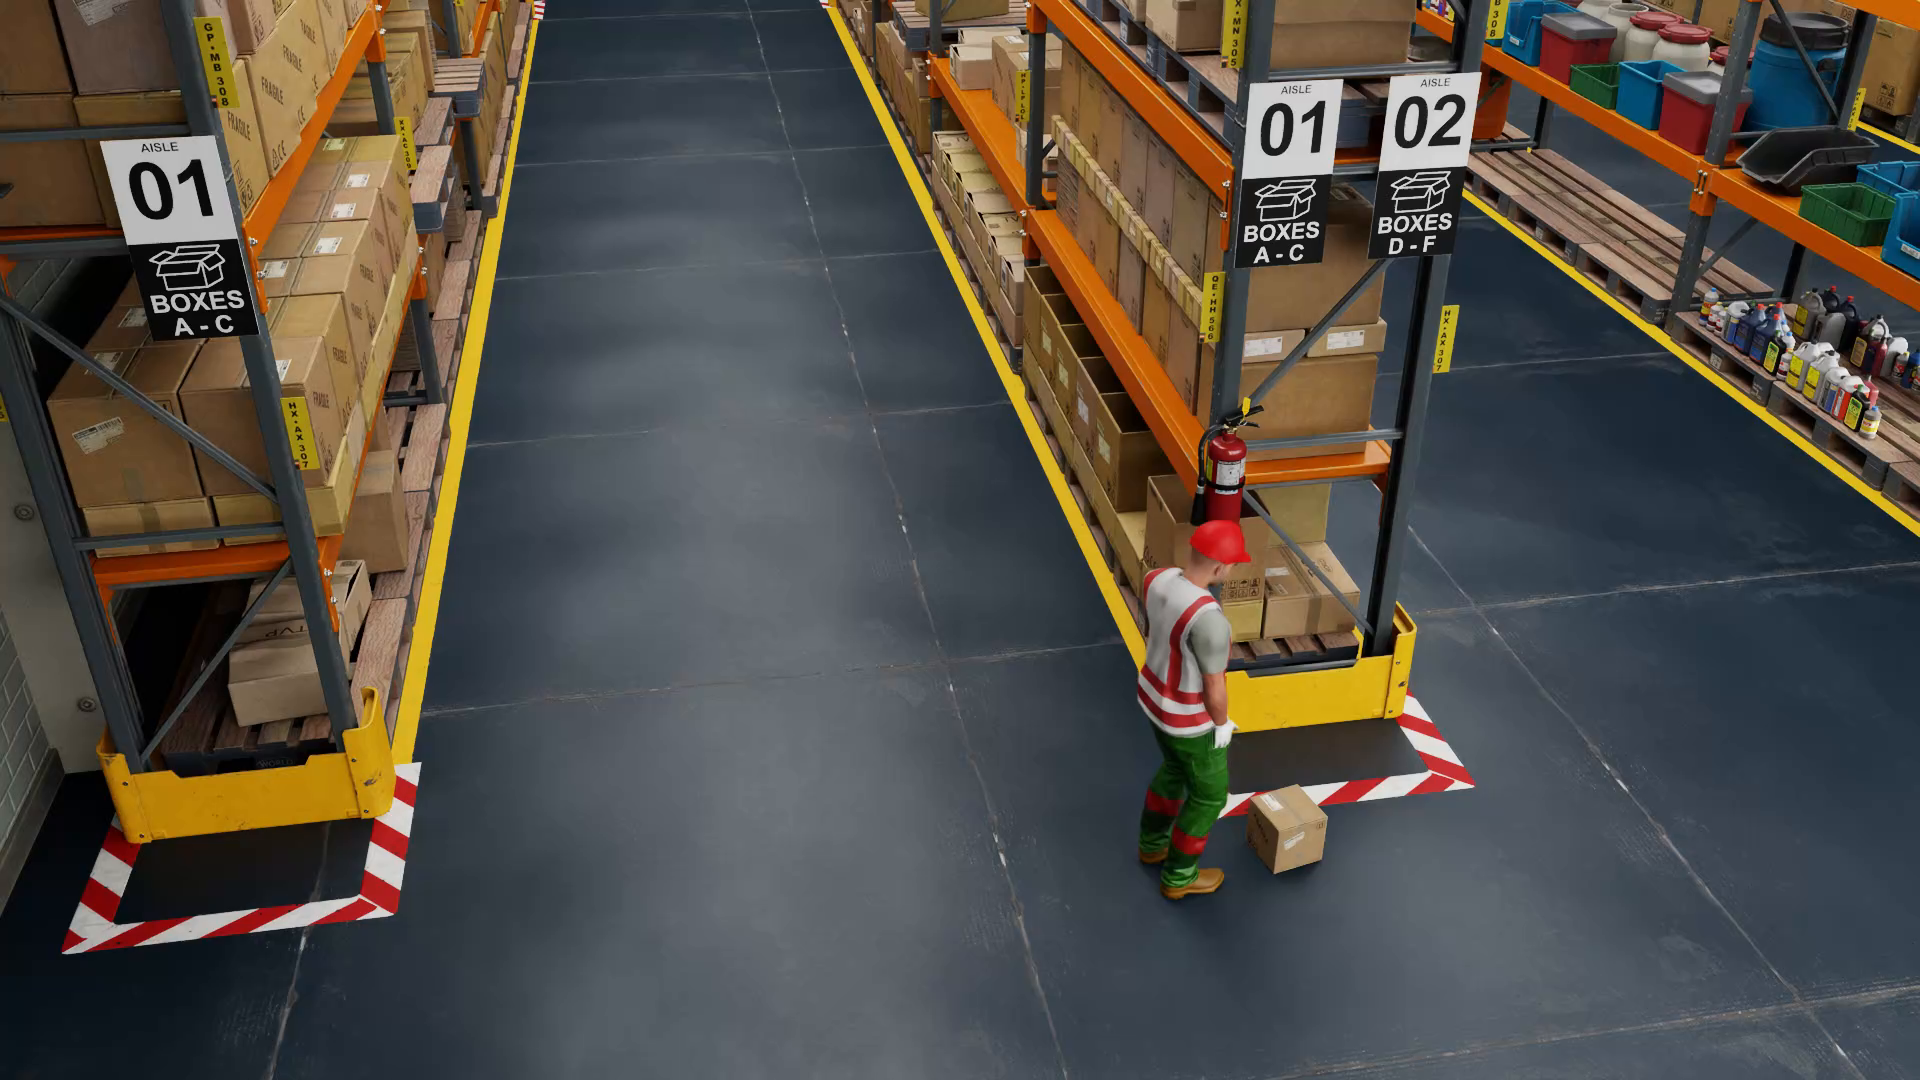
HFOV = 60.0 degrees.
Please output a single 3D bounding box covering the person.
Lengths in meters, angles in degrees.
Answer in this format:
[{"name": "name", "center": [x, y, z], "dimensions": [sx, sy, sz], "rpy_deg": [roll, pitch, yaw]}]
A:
[{"name": "person", "center": [0.963, 0.695, 6.971], "dimensions": [0.427, 1.750, 0.538], "rpy_deg": [-11, 32, -18]}]
